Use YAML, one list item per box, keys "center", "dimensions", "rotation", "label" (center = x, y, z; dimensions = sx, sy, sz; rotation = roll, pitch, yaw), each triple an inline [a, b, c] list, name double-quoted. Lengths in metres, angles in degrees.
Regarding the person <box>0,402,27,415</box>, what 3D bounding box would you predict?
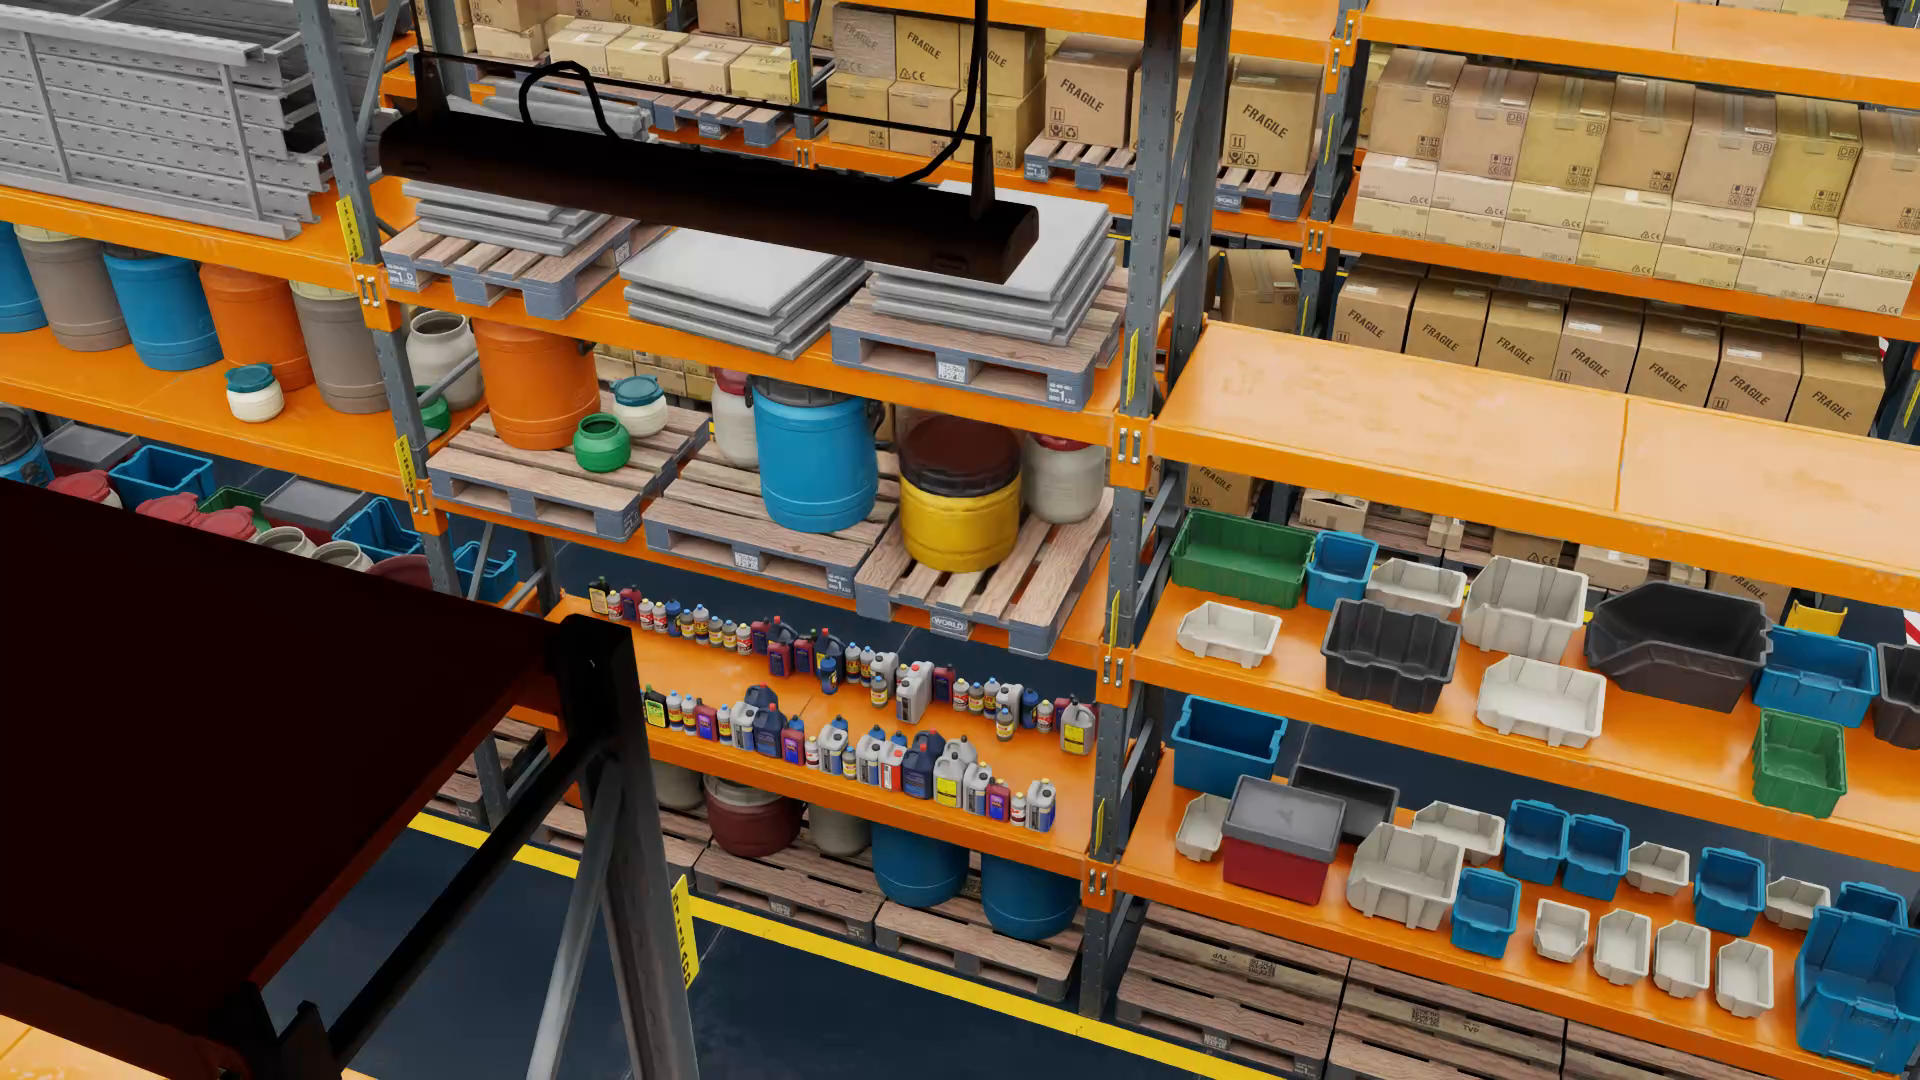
- center: [-7.878, -1.197, 13.528]
  dimensions: [0.839, 1.731, 0.559]
  rotation: [3, 37, 3]
  label: "person"
